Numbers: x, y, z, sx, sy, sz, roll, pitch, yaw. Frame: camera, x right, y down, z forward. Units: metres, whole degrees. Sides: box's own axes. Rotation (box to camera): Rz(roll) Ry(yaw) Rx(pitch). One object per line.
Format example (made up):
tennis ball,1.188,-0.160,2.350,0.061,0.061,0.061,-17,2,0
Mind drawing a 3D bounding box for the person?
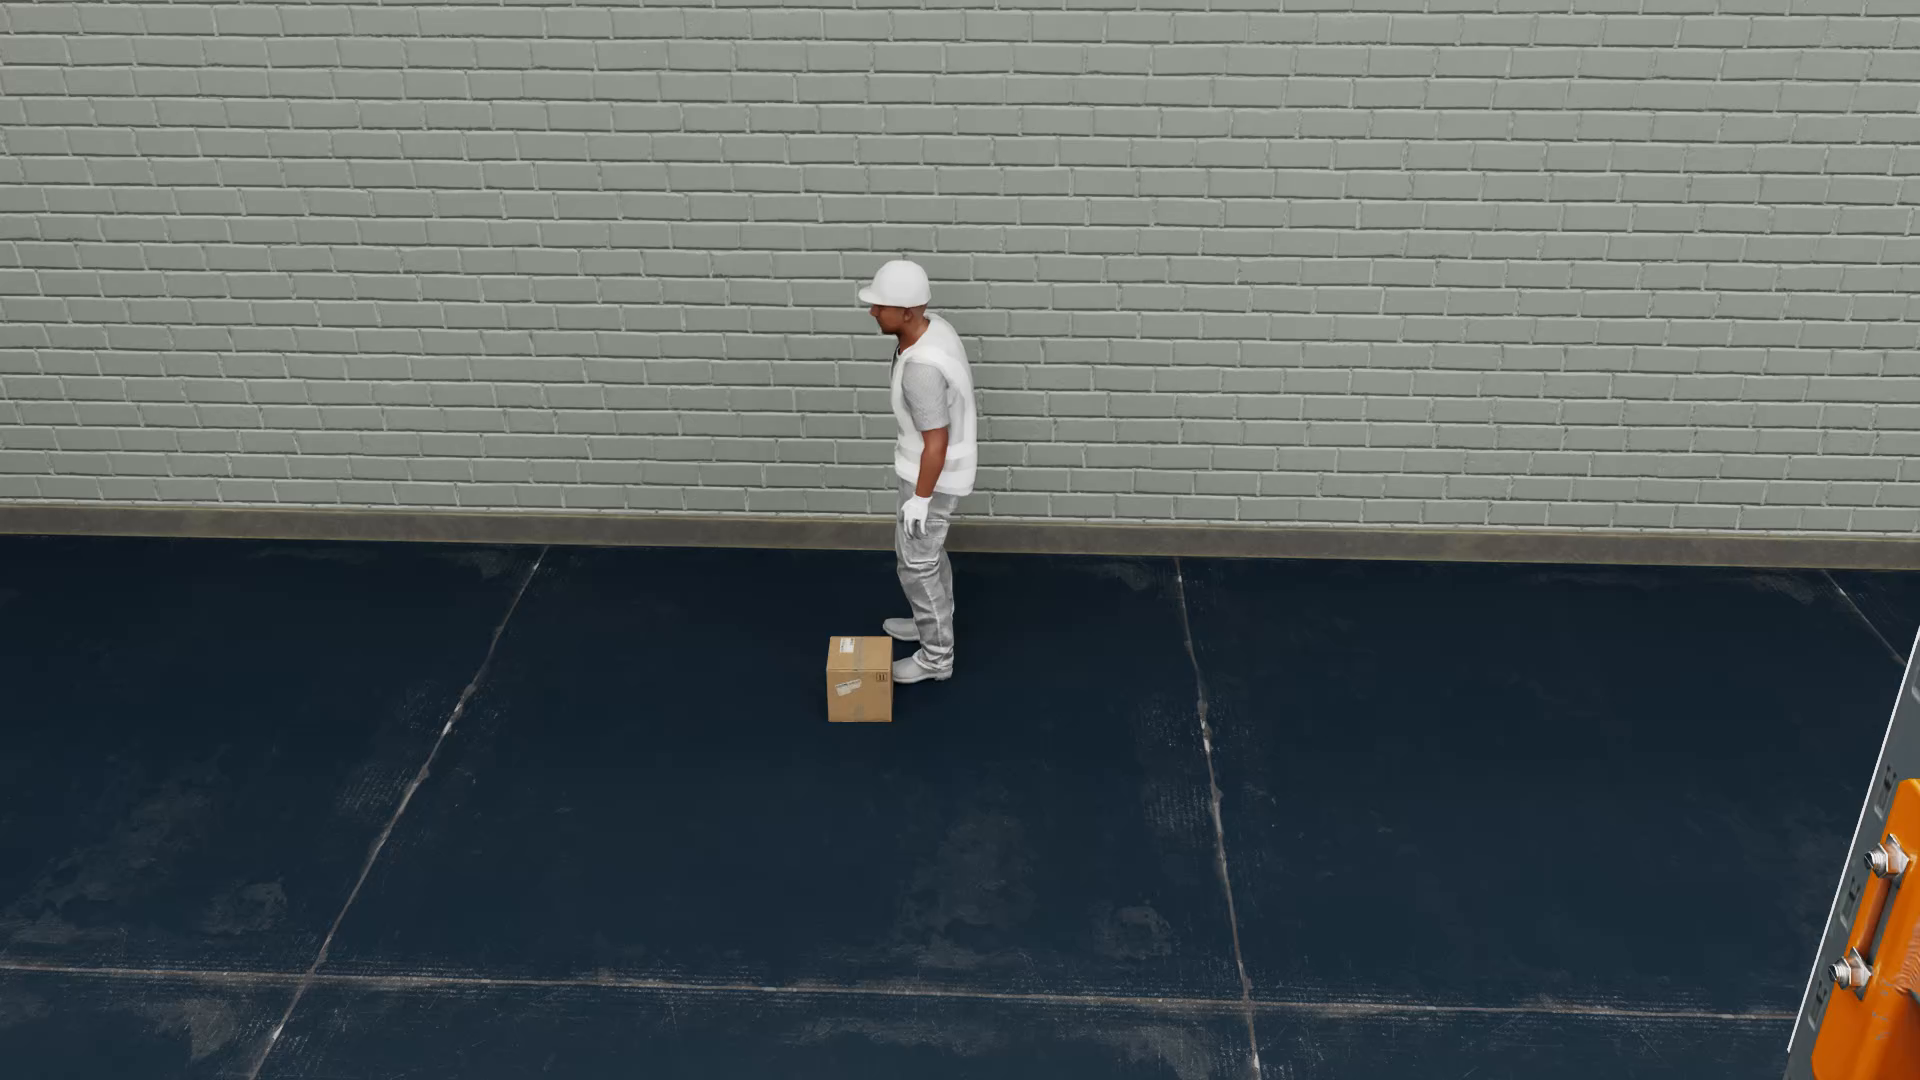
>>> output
person,-0.158,-0.265,6.612,0.448,1.774,0.628,-1,28,-1
